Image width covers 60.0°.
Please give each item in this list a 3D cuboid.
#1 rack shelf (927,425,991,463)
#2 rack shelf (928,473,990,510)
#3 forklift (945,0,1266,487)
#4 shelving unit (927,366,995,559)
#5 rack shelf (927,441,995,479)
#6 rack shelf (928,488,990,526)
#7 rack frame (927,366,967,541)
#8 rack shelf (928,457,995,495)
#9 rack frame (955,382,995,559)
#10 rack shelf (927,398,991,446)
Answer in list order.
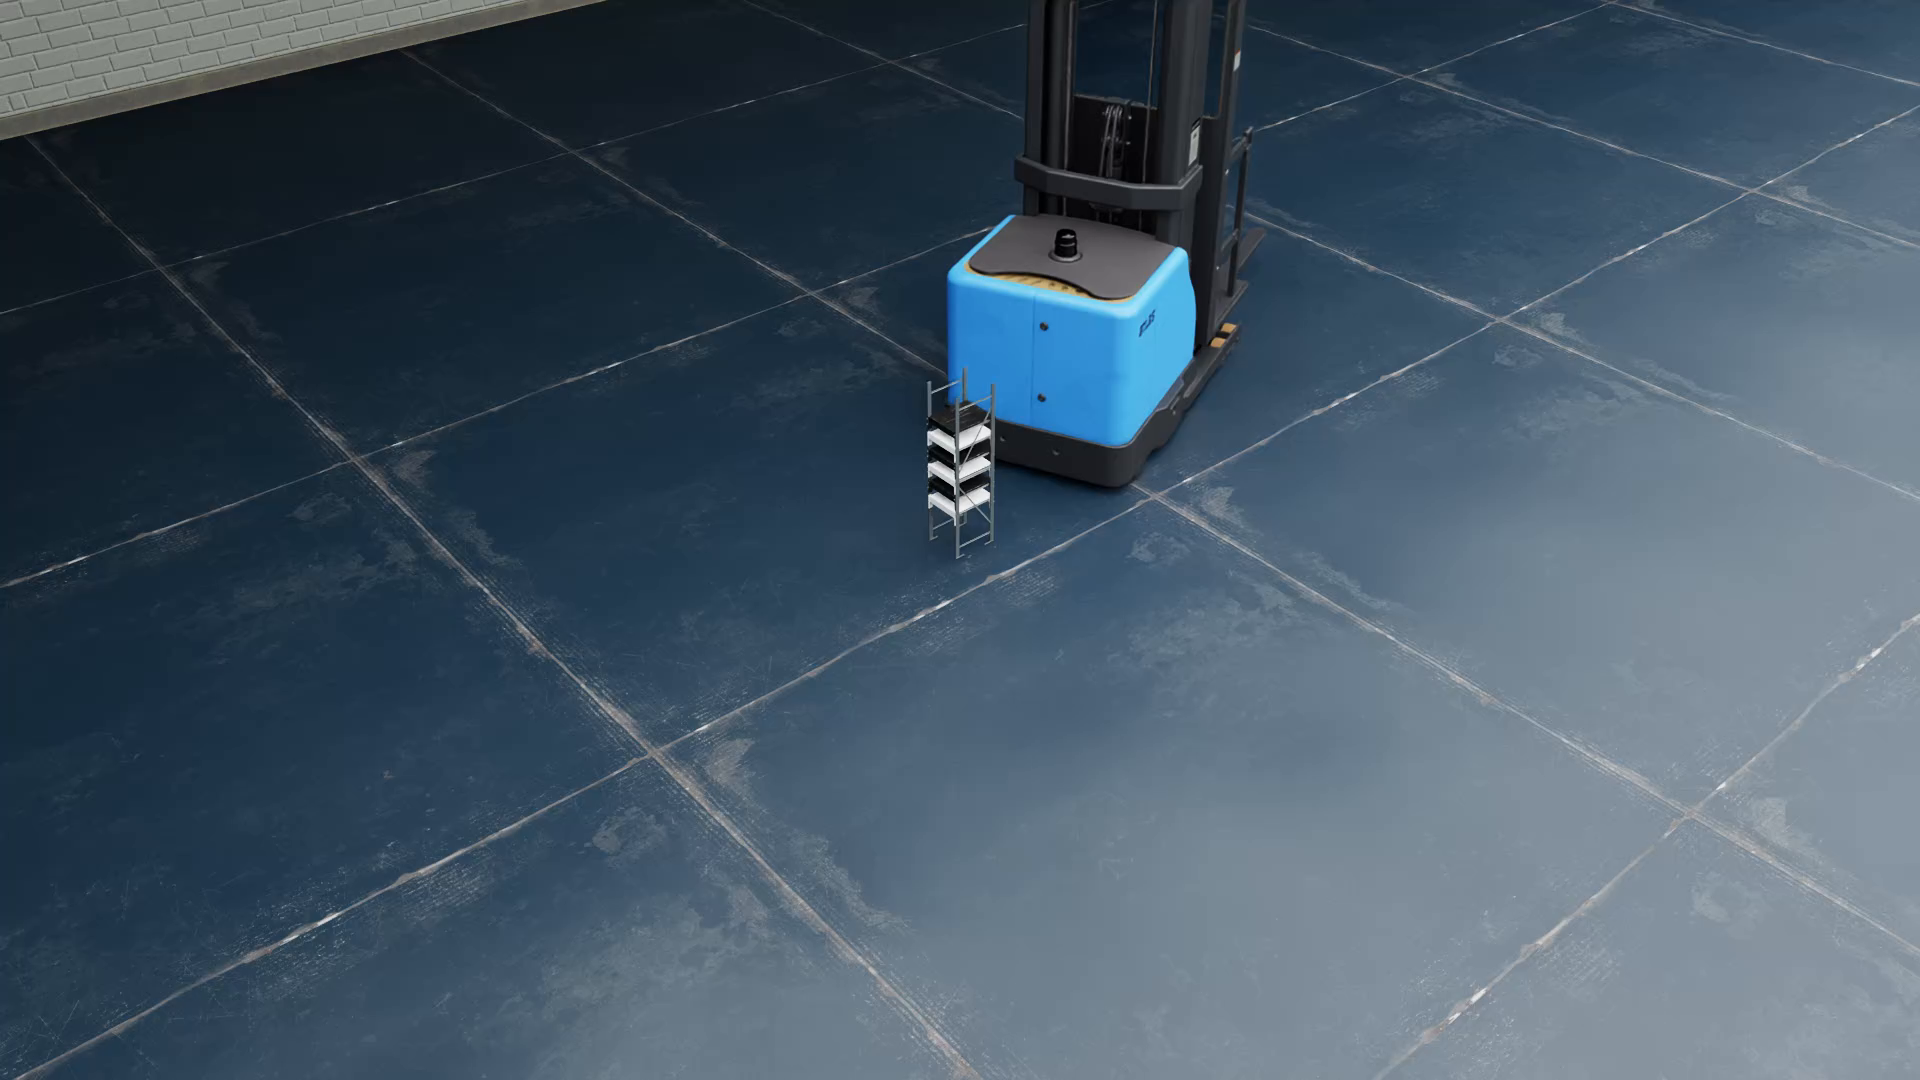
[{"bbox_3d":[0.005,-0.483,7.900,0.258,0.077,0.200,-26,43,-32],"label":"rack shelf"},{"bbox_3d":[0.005,-0.263,8.056,0.258,0.077,0.200,-26,43,-32],"label":"rack shelf"},{"bbox_3d":[1.011,-2.307,8.972,1.130,2.935,3.031,15,38,21],"label":"forklift"},{"bbox_3d":[0.005,-0.364,7.985,0.258,0.900,0.210,-26,43,-32],"label":"shelving unit"},{"bbox_3d":[0.005,-0.410,7.952,0.258,0.077,0.200,-26,43,-32],"label":"rack shelf"},{"bbox_3d":[0.005,-0.190,8.108,0.258,0.077,0.200,-26,43,-32],"label":"rack shelf"},{"bbox_3d":[-0.060,-0.409,8.048,0.240,0.900,0.006,-26,43,-32],"label":"rack frame"},{"bbox_3d":[0.005,-0.336,8.004,0.258,0.077,0.200,-26,43,-32],"label":"rack shelf"},{"bbox_3d":[0.071,-0.319,7.921,0.240,0.900,0.006,-26,43,-32],"label":"rack frame"},{"bbox_3d":[0.005,-0.557,7.848,0.258,0.077,0.200,-26,43,-32],"label":"rack shelf"}]
